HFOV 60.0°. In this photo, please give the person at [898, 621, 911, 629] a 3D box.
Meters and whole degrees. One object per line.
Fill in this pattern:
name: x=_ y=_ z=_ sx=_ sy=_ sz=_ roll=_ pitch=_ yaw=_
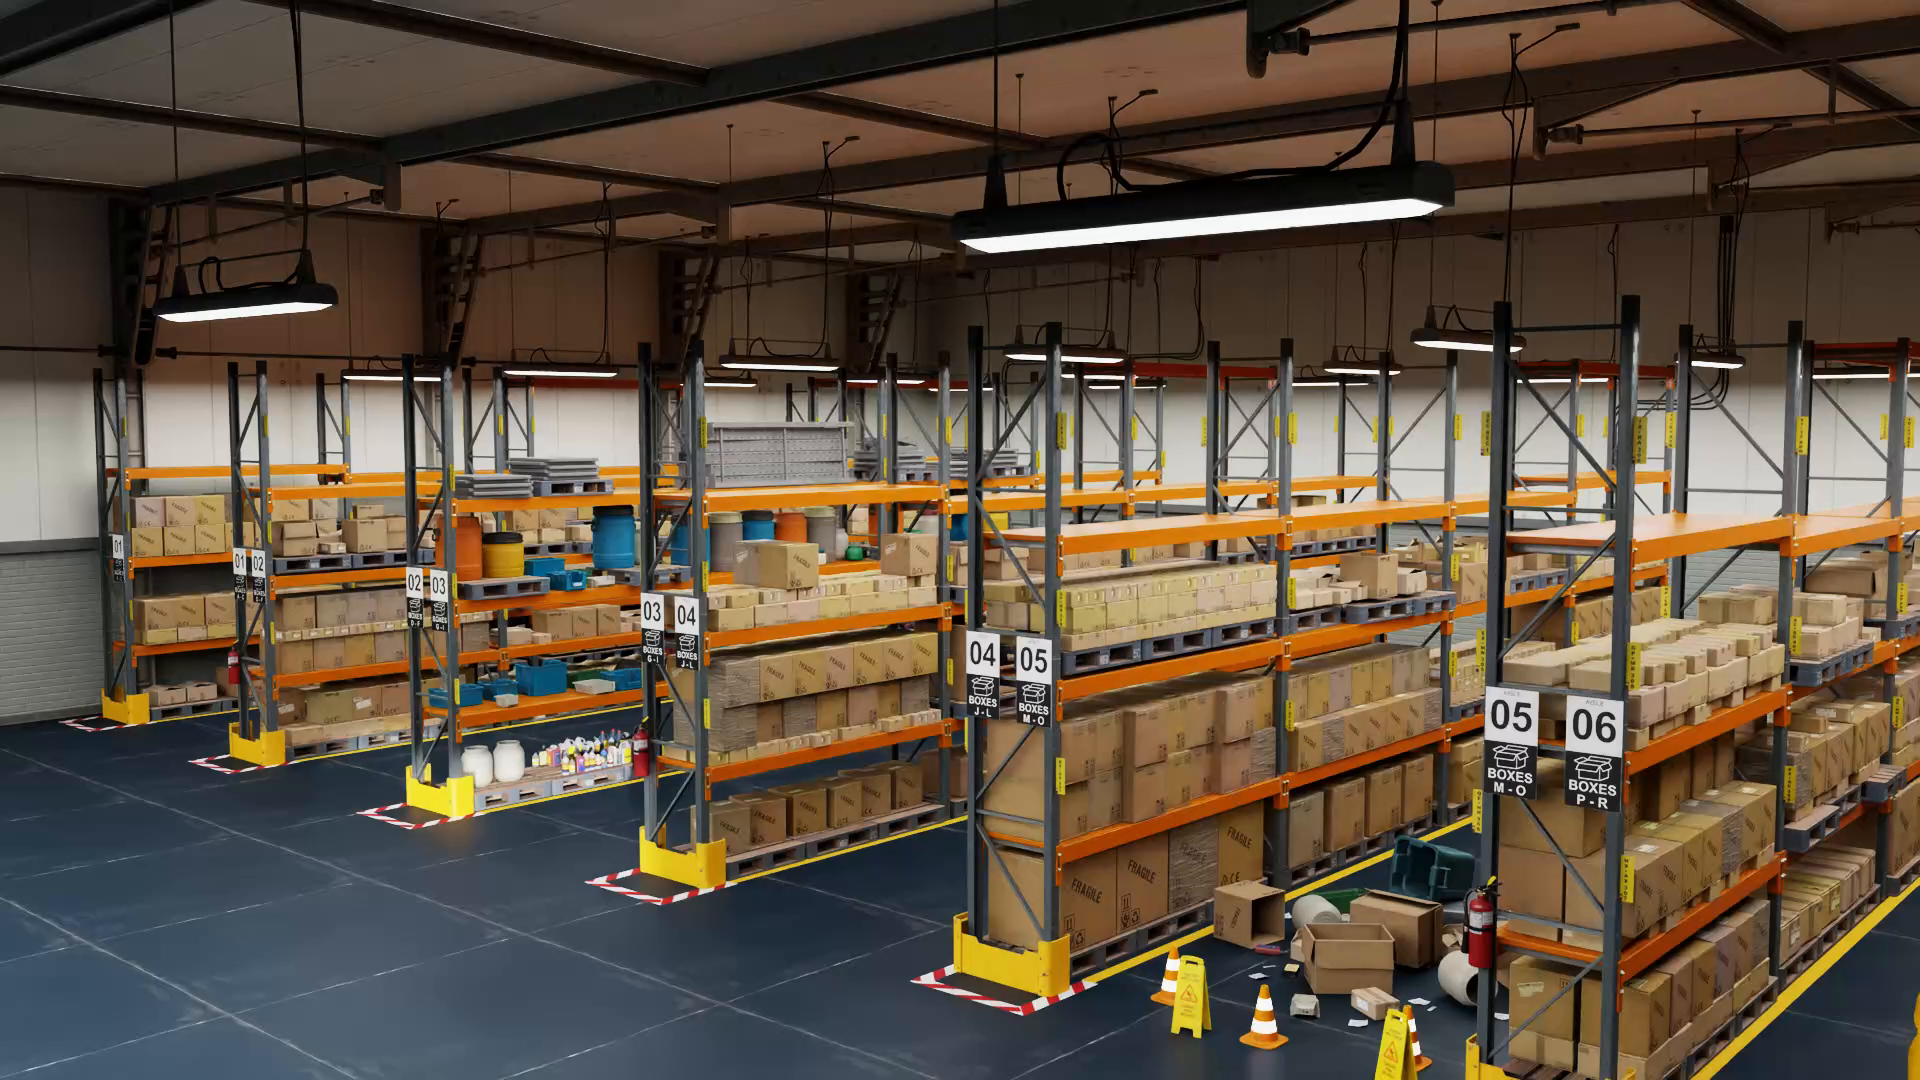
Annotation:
person: x=-1.137 y=1.592 z=33.646 sx=0.582 sy=1.613 sz=1.023 roll=3 pitch=5 yaw=39
